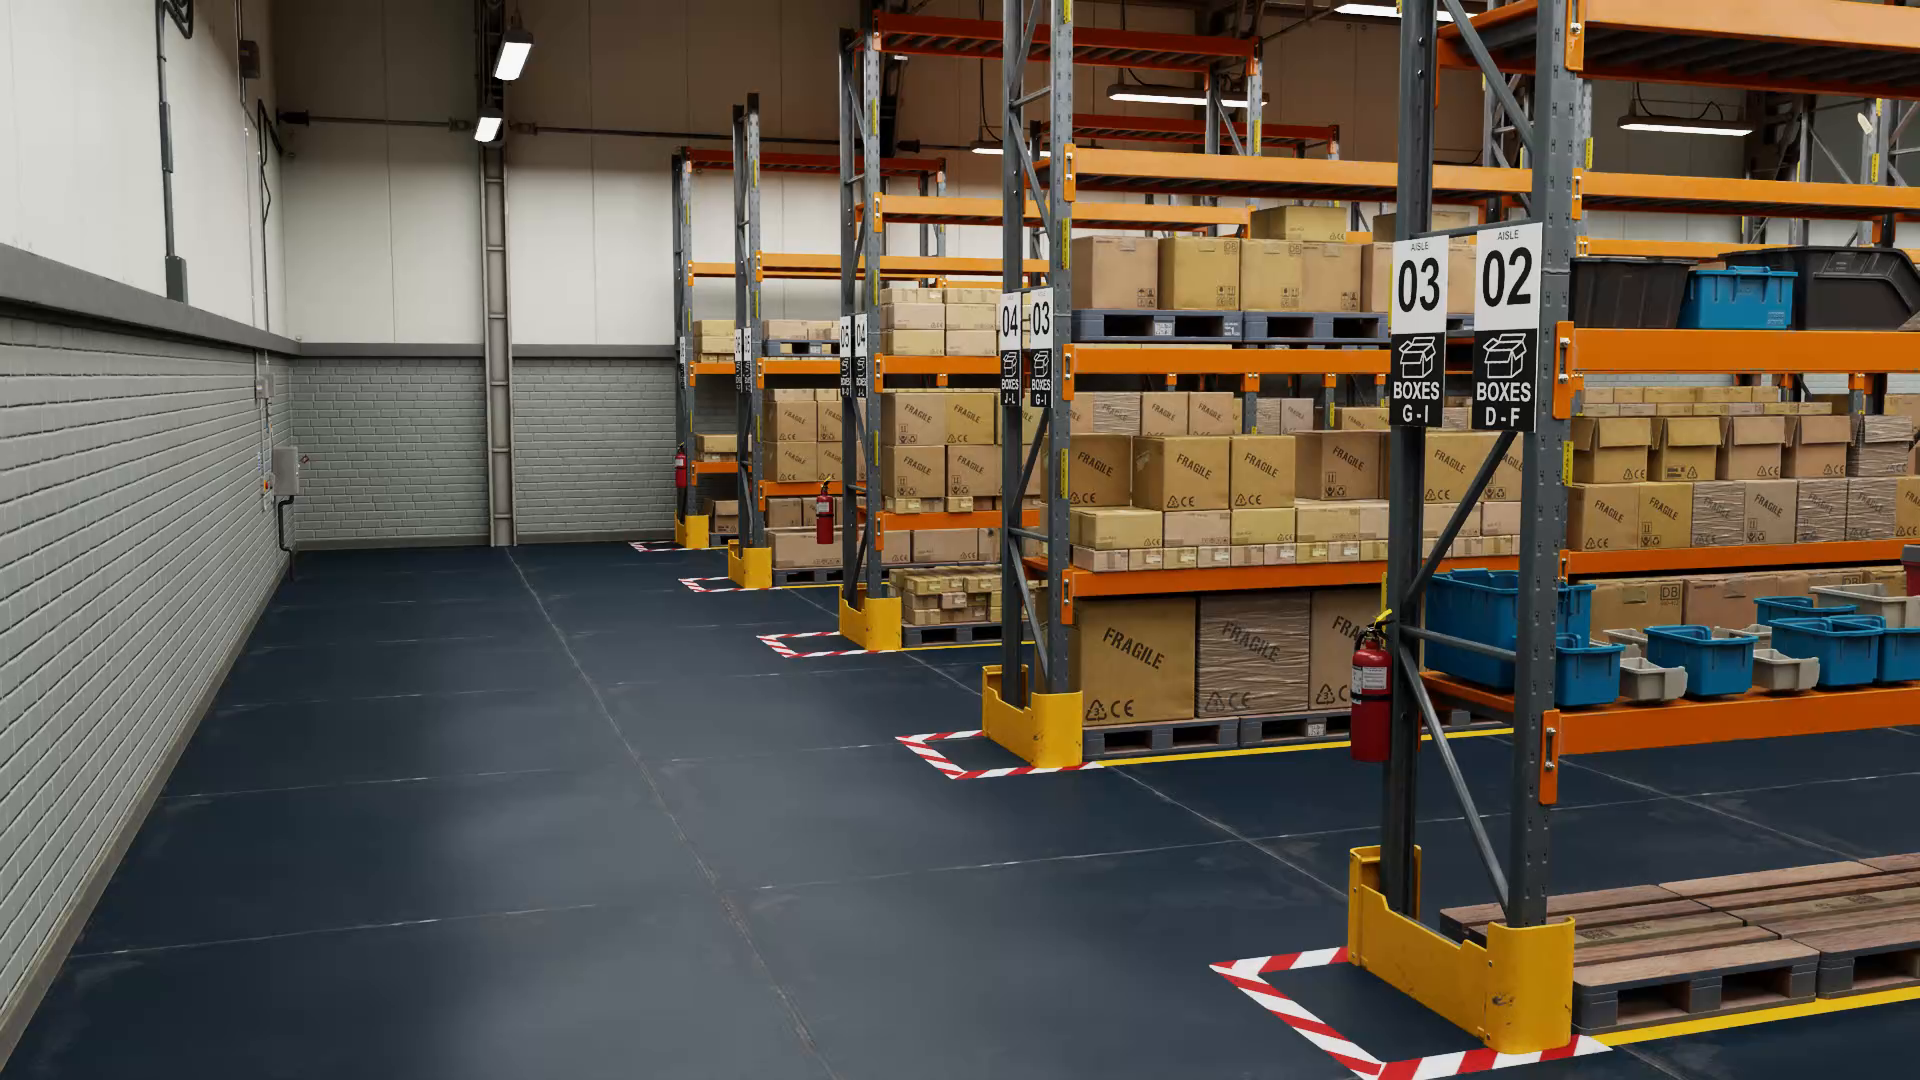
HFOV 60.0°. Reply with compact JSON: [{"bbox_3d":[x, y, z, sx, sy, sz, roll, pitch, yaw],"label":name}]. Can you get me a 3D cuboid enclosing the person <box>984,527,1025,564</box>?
[{"bbox_3d":[0.552,-0.169,18.958,0.400,1.798,0.614,3,6,28],"label":"person"}]
